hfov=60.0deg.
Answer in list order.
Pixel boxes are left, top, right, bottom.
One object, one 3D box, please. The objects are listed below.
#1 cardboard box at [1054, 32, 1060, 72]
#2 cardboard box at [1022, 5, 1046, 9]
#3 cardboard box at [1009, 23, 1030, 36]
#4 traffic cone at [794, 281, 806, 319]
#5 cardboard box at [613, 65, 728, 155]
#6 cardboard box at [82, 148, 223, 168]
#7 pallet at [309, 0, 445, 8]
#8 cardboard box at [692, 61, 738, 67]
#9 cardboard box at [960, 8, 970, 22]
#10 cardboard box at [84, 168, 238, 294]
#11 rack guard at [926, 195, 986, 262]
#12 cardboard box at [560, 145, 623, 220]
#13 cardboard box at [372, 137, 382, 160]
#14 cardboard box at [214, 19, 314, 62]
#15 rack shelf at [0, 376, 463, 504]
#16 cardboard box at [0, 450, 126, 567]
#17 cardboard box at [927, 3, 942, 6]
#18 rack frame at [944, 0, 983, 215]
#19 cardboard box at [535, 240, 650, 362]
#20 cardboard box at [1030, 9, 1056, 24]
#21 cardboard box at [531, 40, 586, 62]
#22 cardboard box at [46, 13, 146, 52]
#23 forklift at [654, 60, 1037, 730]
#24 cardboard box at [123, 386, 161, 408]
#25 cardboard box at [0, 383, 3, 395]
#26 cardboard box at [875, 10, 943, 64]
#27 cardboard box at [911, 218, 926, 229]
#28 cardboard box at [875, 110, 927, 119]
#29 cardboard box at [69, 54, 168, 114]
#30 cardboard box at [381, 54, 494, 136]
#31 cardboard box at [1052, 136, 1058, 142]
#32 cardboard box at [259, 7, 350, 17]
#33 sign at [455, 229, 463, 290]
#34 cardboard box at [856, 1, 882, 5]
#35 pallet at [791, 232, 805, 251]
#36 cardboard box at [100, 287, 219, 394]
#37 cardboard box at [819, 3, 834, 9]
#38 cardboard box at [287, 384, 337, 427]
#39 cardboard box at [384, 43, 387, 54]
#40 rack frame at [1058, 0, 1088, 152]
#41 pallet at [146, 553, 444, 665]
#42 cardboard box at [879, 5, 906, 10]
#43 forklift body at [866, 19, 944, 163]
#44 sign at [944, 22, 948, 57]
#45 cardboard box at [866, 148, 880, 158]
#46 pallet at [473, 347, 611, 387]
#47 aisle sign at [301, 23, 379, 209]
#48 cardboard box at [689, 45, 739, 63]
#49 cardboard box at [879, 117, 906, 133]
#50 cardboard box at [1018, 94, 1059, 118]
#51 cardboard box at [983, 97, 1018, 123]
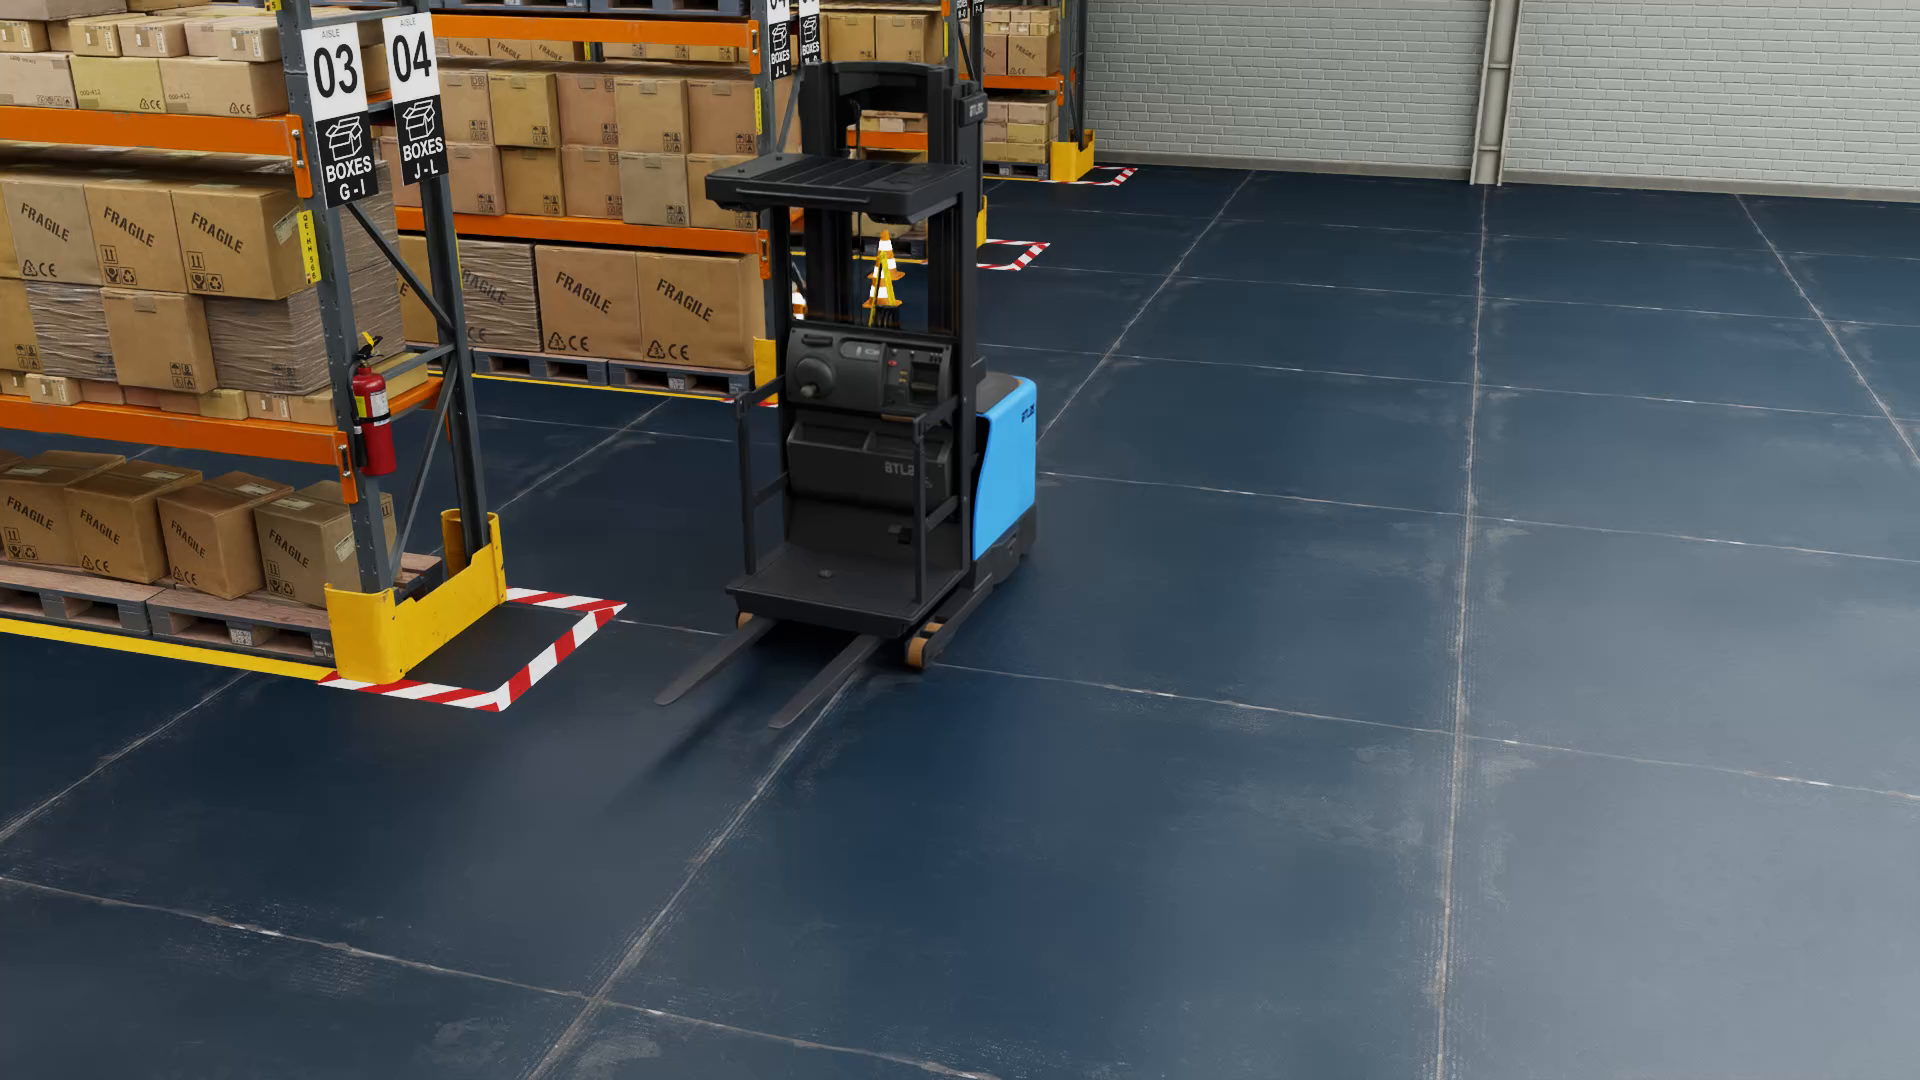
[{"bbox_3d":[1.079,-6.473,21.966,0.500,0.500,0.500,7,23,17],"label":"cardboard box"},{"bbox_3d":[0.977,-6.922,21.814,0.250,0.149,0.380,7,23,17],"label":"cardboard box"},{"bbox_3d":[0.807,-6.571,21.351,0.250,0.149,0.380,7,23,16],"label":"cardboard box"},{"bbox_3d":[-1.389,-2.059,14.679,0.334,0.463,0.336,7,23,16],"label":"traffic cone"},{"bbox_3d":[-2.188,-3.309,12.763,0.550,0.550,0.875,7,23,16],"label":"cardboard box"},{"bbox_3d":[-4.224,-1.785,8.827,0.500,0.500,0.500,7,23,16],"label":"cardboard box"},{"bbox_3d":[-4.340,-4.350,13.086,1.213,0.211,1.003,7,23,16],"label":"pallet"},{"bbox_3d":[-2.482,-4.834,17.579,0.500,0.500,0.500,6,23,15],"label":"cardboard box"},{"bbox_3d":[0.067,-6.795,21.505,0.250,0.149,0.380,7,23,17],"label":"cardboard box"},{"bbox_3d":[-3.898,-1.537,8.223,0.500,0.500,0.500,7,23,16],"label":"cardboard box"},{"bbox_3d":[-0.030,-3.319,17.704,0.348,0.500,1.175,7,23,16],"label":"rack guard"},{"bbox_3d":[-2.692,-2.911,13.217,0.550,0.550,0.875,7,23,16],"label":"cardboard box"},{"bbox_3d":[-4.763,-3.130,13.750,0.550,0.550,0.875,7,23,16],"label":"cardboard box"},{"bbox_3d":[-3.176,-2.287,7.613,0.250,0.149,0.380,7,23,16],"label":"cardboard box"},{"bbox_3d":[-4.735,-0.753,9.102,4.000,0.370,1.077,7,23,16],"label":"rack shelf"},{"bbox_3d":[-5.110,-0.185,9.510,0.500,0.500,0.500,4,23,11],"label":"cardboard box"},{"bbox_3d":[-0.259,-7.050,22.126,0.250,0.149,0.380,7,23,16],"label":"cardboard box"},{"bbox_3d":[0.043,-4.468,17.209,0.127,3.000,1.000,7,23,16],"label":"rack frame"},{"bbox_3d":[-2.802,-2.015,13.477,0.875,0.875,0.875,6,23,15],"label":"cardboard box"},{"bbox_3d":[1.069,-6.718,21.317,0.250,0.149,0.380,7,23,16],"label":"cardboard box"},{"bbox_3d":[-4.295,-5.252,18.043,0.500,0.500,0.500,6,23,15],"label":"cardboard box"},{"bbox_3d":[-4.133,-2.440,7.985,0.250,0.149,0.380,7,23,16],"label":"cardboard box"},{"bbox_3d":[-0.561,-0.867,8.521,1.130,2.935,3.031,9,24,20],"label":"forklift"},{"bbox_3d":[-4.108,-0.819,8.645,0.250,0.149,0.380,7,23,16],"label":"cardboard box"},{"bbox_3d":[-5.091,-0.897,8.835,0.250,0.149,0.380,7,23,16],"label":"cardboard box"},{"bbox_3d":[-0.509,-5.091,16.887,0.500,0.500,0.700,6,23,14],"label":"cardboard box"},{"bbox_3d":[-0.650,-3.579,18.112,0.500,0.250,0.500,6,23,15],"label":"cardboard box"},{"bbox_3d":[-0.557,-4.611,17.035,0.500,0.500,0.500,6,23,15],"label":"cardboard box"},{"bbox_3d":[-3.834,-2.200,7.925,0.500,0.250,0.500,7,23,16],"label":"cardboard box"},{"bbox_3d":[-4.217,-3.595,13.460,0.550,0.550,0.875,7,23,16],"label":"cardboard box"},{"bbox_3d":[1.059,-5.319,22.353,0.500,0.250,0.500,7,23,16],"label":"cardboard box"},{"bbox_3d":[-3.237,-2.548,8.248,0.250,0.149,0.380,7,23,17],"label":"cardboard box"},{"bbox_3d":[-2.663,-1.465,8.748,0.005,0.325,0.100,7,23,16],"label":"sign"},{"bbox_3d":[-1.221,-7.197,22.485,0.250,0.149,0.380,6,23,14],"label":"cardboard box"},{"bbox_3d":[-1.962,-3.422,18.335,1.213,0.211,1.003,7,23,16],"label":"pallet"},{"bbox_3d":[-3.852,-1.132,8.555,0.500,0.500,0.875,7,23,16],"label":"cardboard box"},{"bbox_3d":[-1.855,-7.062,22.155,0.250,0.149,0.380,7,23,16],"label":"cardboard box"},{"bbox_3d":[-3.152,-0.707,8.372,0.250,0.149,0.380,7,23,16],"label":"cardboard box"},{"bbox_3d":[-6.241,-5.479,18.598,0.500,0.500,0.500,7,23,16],"label":"cardboard box"},{"bbox_3d":[1.473,-6.272,21.607,0.127,3.000,1.000,7,23,16],"label":"rack frame"},{"bbox_3d":[-3.660,0.313,9.229,1.213,0.211,1.003,7,23,16],"label":"pallet"},{"bbox_3d":[-0.881,-6.939,21.855,0.250,0.149,0.380,6,23,15],"label":"cardboard box"},{"bbox_3d":[-0.870,-5.424,20.659,1.214,2.155,2.313,7,23,16],"label":"forklift body"},{"bbox_3d":[-0.137,-4.950,16.443,0.005,0.325,0.100,7,23,16],"label":"sign"},{"bbox_3d":[-1.175,-3.984,18.111,0.500,0.500,0.500,6,23,14],"label":"cardboard box"},{"bbox_3d":[-3.243,-1.562,13.799,1.213,0.211,1.003,7,23,15],"label":"pallet"},{"bbox_3d":[-2.847,-1.954,7.656,0.004,0.787,0.394,7,23,16],"label":"aisle sign"},{"bbox_3d":[-2.473,-5.297,17.389,0.500,0.500,0.700,6,23,14],"label":"cardboard box"},{"bbox_3d":[-0.652,-4.302,17.137,0.250,0.149,0.380,6,23,15],"label":"cardboard box"},{"bbox_3d":[1.067,-5.778,22.155,0.500,0.250,0.500,6,23,15],"label":"cardboard box"},{"bbox_3d":[0.451,-5.647,21.837,0.500,0.250,0.500,7,23,16],"label":"cardboard box"}]
